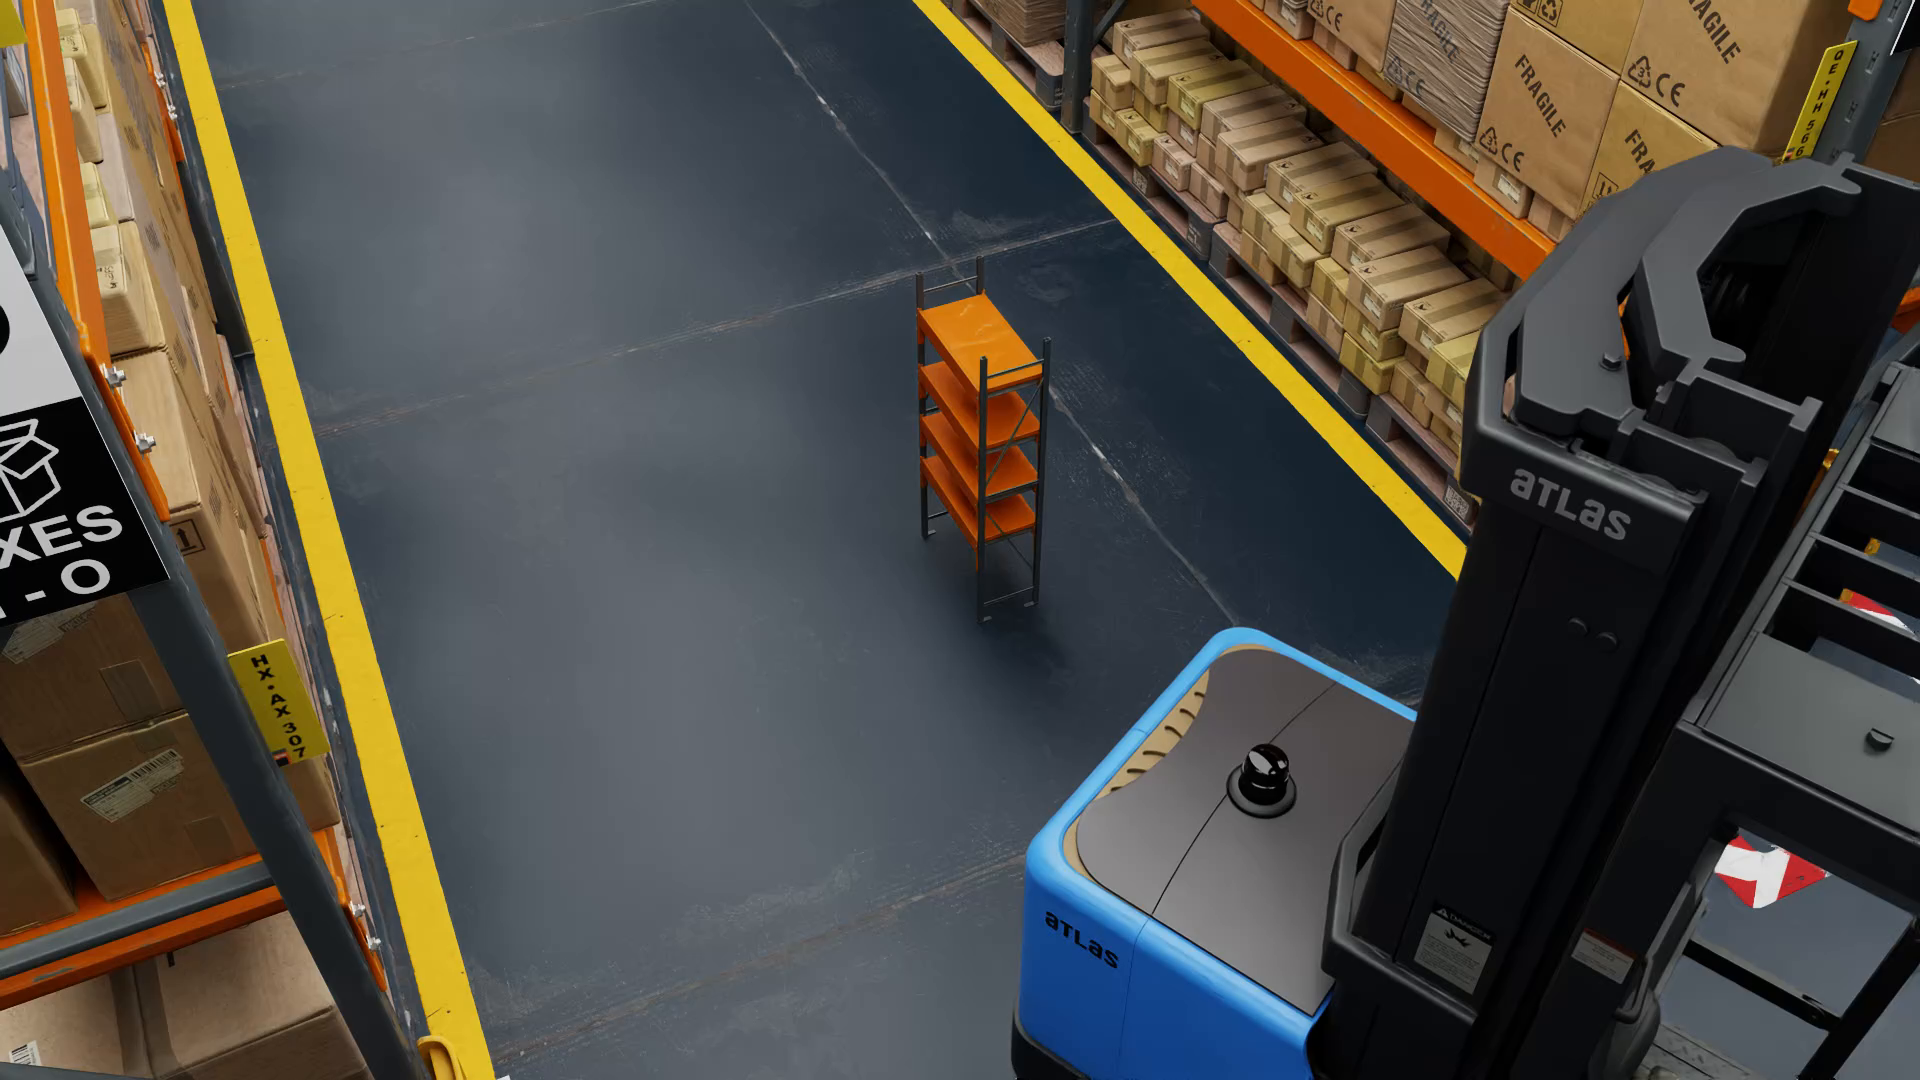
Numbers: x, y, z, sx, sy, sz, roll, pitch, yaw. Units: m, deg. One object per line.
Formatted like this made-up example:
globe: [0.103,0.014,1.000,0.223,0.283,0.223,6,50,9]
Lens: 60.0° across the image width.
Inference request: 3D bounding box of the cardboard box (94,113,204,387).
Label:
cardboard box: [-2.174,-0.628,3.967,0.500,0.500,0.500,-18,48,-18]

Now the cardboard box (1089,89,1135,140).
cardboard box: [0.845,-2.076,7.949,0.380,0.149,0.250,-20,48,-19]

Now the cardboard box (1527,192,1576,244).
cardboard box: [2.082,-1.079,5.387,0.380,0.149,0.250,-18,48,-18]

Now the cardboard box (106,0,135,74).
cardboard box: [-2.810,-1.589,4.941,0.500,0.500,0.500,-19,48,-18]

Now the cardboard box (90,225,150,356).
cardboard box: [-1.861,-0.469,3.345,0.380,0.149,0.250,-17,47,-16]

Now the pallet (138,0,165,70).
pallet: [-4.884,-2.774,8.911,1.003,0.211,1.213,-18,47,-17]

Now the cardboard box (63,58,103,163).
cardboard box: [-2.213,-0.955,3.837,0.380,0.149,0.250,-18,47,-17]

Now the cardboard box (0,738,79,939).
cardboard box: [-2.226,0.542,3.494,0.500,0.500,0.500,-18,47,-17]

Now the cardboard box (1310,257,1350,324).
cardboard box: [1.644,-1.038,6.685,0.380,0.149,0.250,-16,47,-15]

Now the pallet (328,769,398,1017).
pallet: [-2.190,1.313,4.769,1.003,0.211,1.213,-18,47,-17]

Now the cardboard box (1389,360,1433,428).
cardboard box: [1.906,-0.609,6.463,0.380,0.149,0.250,-18,47,-17]

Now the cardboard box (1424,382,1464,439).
cardboard box: [1.965,-0.543,6.183,0.380,0.149,0.250,-20,48,-19]

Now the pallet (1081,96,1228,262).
pallet: [1.298,-1.858,7.983,1.003,0.211,1.213,-18,47,-17]

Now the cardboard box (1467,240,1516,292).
cardboard box: [2.251,-1.152,6.589,0.380,0.149,0.250,-16,47,-16]

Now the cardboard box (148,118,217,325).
cardboard box: [-2.592,-0.915,4.971,0.500,0.500,0.500,-19,48,-18]

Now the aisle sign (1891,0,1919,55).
aisle sign: [2.424,-1.510,3.793,0.394,0.787,0.004,-18,47,-17]

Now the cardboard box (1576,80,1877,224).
cardboard box: [2.243,-1.071,4.917,0.500,0.500,0.500,-17,47,-17]

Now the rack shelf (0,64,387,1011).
rack shelf: [-2.624,-0.212,4.841,1.077,0.370,4.000,-18,47,-17]

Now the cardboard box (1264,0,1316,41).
cardboard box: [1.404,-2.077,6.398,0.380,0.149,0.250,-16,47,-16]

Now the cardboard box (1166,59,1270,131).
cardboard box: [1.154,-1.994,7.443,0.380,0.149,0.250,-19,48,-18]

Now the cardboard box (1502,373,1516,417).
cardboard box: [2.160,-0.505,5.934,0.380,0.149,0.250,-17,47,-17]

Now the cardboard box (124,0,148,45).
cardboard box: [-3.410,-2.047,6.296,0.500,0.250,0.500,-19,48,-18]

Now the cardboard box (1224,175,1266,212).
cardboard box: [1.374,-1.549,7.203,0.380,0.149,0.250,-16,47,-16]

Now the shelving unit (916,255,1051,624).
shelving unit: [0.070,-0.322,5.722,0.258,1.200,0.503,-18,47,-17]

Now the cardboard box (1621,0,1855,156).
cardboard box: [2.248,-1.435,4.574,0.500,0.500,0.500,-19,48,-18]

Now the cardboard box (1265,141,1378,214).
cardboard box: [1.506,-1.499,6.941,0.380,0.149,0.250,-20,48,-19]

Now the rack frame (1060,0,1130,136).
rack frame: [0.984,-3.268,7.427,1.000,3.000,0.127,-18,47,-17]

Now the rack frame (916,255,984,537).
rack frame: [-0.033,-0.477,5.879,0.240,1.200,0.015,-18,47,-17]

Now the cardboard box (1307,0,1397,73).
cardboard box: [1.609,-2.042,5.901,0.500,0.500,0.500,-16,47,-15]

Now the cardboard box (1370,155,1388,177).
cardboard box: [1.985,-1.656,7.099,0.380,0.149,0.250,-20,48,-19]

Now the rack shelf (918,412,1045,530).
rack shelf: [0.070,-0.274,5.769,0.258,0.148,0.480,-18,47,-17]

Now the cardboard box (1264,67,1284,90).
cardboard box: [1.624,-2.157,7.608,0.380,0.149,0.250,-18,48,-18]

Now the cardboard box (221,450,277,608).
cardboard box: [-1.962,0.066,3.976,0.500,0.500,0.500,-19,48,-18]

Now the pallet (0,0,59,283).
pallet: [-2.104,-0.699,2.750,1.003,0.211,1.213,-18,47,-17]

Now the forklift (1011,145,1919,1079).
forklift: [1.620,0.832,3.320,3.031,2.935,1.130,28,51,26]

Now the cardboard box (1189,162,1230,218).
cardboard box: [1.261,-1.617,7.483,0.380,0.149,0.250,-19,48,-18]

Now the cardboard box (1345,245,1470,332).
cardboard box: [1.721,-0.971,6.406,0.380,0.149,0.250,-16,47,-16]

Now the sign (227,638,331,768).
sign: [-1.277,0.310,3.127,0.100,0.325,0.005,-18,47,-17]

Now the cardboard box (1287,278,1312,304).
cardboard box: [1.608,-1.117,6.977,0.380,0.149,0.250,-17,47,-16]

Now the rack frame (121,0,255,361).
rack frame: [-3.465,-1.742,5.880,1.000,3.000,0.127,-18,47,-17]

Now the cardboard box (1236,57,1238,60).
cardboard box: [1.530,-2.233,7.897,0.380,0.149,0.250,-20,48,-19]

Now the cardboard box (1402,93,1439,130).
cardboard box: [1.810,-1.601,5.916,0.380,0.149,0.250,-20,48,-19]

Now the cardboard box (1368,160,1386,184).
cardboard box: [1.894,-1.546,7.200,0.380,0.149,0.250,-20,48,-19]

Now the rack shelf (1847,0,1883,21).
rack shelf: [1.825,-2.806,5.334,1.077,0.370,4.000,-18,47,-17]

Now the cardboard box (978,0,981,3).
cardboard box: [0.229,-3.252,8.891,0.500,0.500,0.500,-19,48,-18]

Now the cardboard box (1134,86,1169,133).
cardboard box: [1.034,-2.049,7.710,0.380,0.149,0.250,-18,47,-17]
